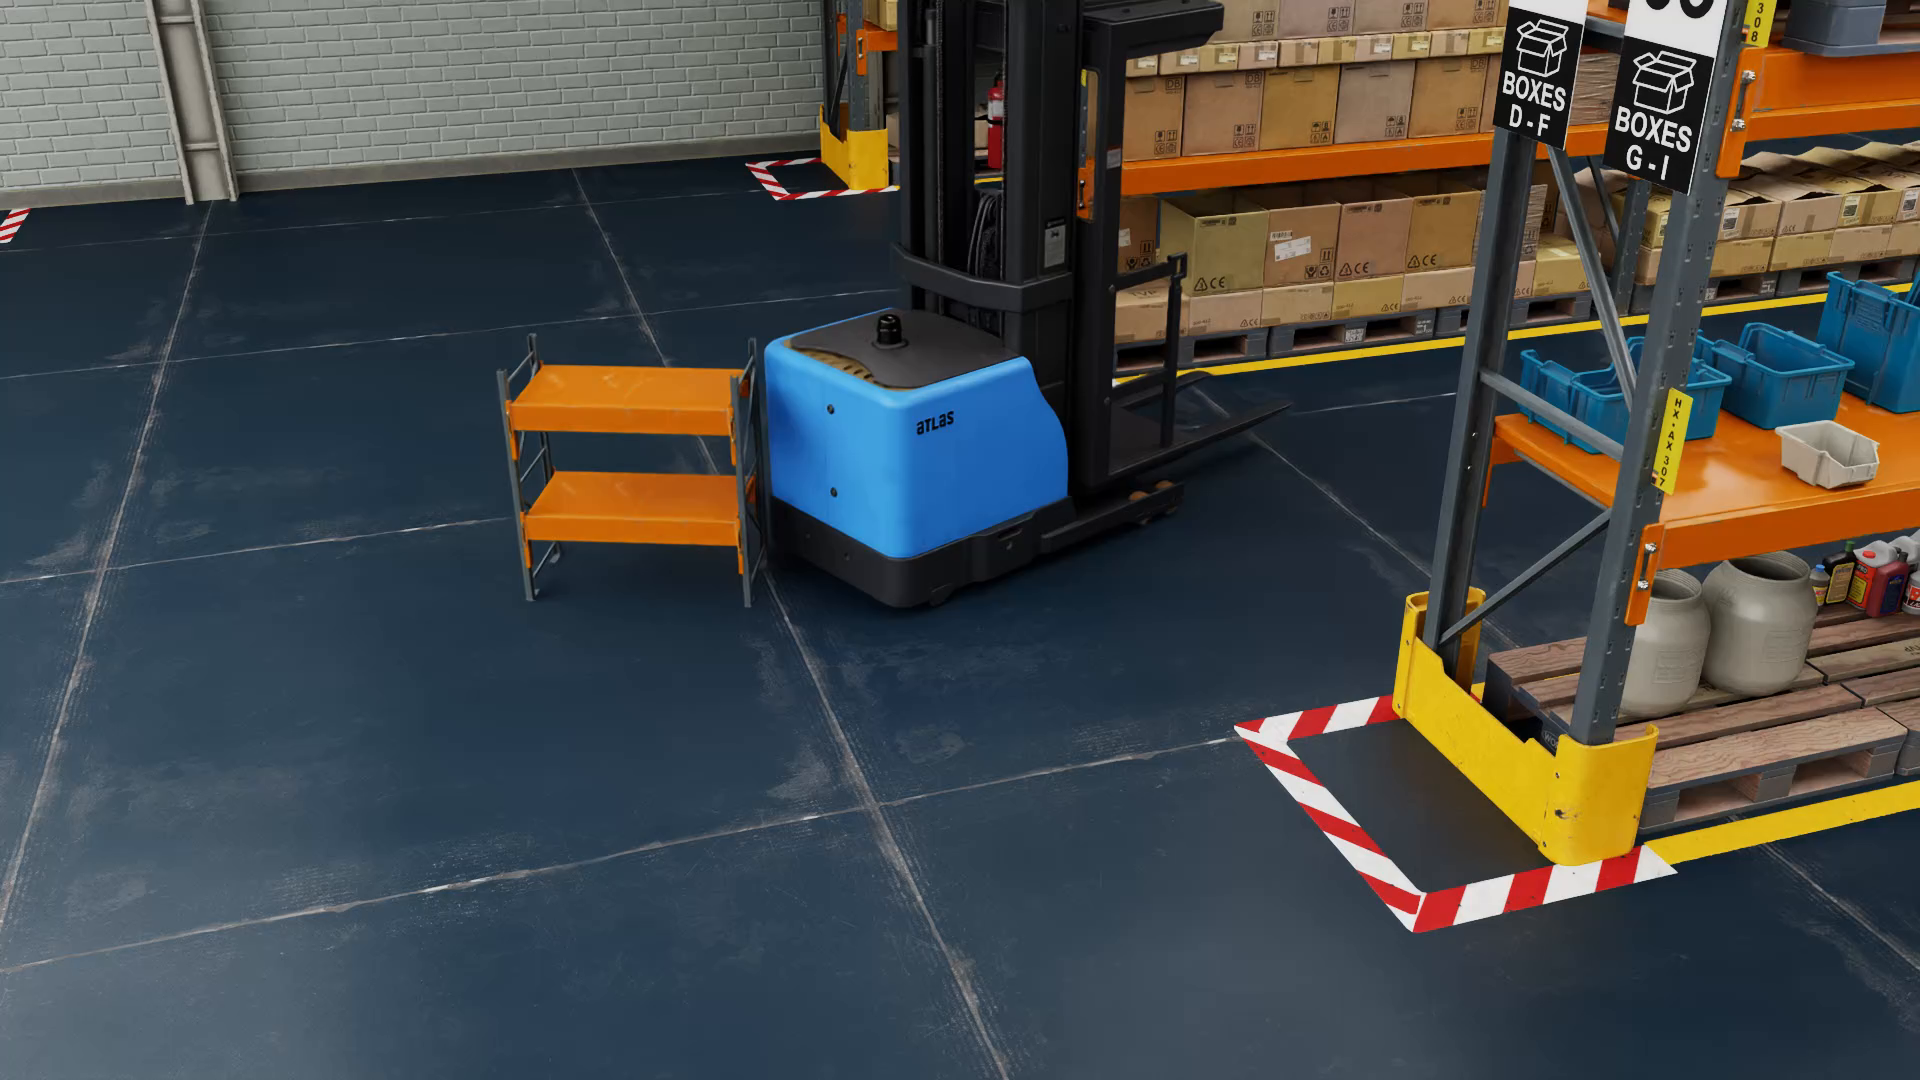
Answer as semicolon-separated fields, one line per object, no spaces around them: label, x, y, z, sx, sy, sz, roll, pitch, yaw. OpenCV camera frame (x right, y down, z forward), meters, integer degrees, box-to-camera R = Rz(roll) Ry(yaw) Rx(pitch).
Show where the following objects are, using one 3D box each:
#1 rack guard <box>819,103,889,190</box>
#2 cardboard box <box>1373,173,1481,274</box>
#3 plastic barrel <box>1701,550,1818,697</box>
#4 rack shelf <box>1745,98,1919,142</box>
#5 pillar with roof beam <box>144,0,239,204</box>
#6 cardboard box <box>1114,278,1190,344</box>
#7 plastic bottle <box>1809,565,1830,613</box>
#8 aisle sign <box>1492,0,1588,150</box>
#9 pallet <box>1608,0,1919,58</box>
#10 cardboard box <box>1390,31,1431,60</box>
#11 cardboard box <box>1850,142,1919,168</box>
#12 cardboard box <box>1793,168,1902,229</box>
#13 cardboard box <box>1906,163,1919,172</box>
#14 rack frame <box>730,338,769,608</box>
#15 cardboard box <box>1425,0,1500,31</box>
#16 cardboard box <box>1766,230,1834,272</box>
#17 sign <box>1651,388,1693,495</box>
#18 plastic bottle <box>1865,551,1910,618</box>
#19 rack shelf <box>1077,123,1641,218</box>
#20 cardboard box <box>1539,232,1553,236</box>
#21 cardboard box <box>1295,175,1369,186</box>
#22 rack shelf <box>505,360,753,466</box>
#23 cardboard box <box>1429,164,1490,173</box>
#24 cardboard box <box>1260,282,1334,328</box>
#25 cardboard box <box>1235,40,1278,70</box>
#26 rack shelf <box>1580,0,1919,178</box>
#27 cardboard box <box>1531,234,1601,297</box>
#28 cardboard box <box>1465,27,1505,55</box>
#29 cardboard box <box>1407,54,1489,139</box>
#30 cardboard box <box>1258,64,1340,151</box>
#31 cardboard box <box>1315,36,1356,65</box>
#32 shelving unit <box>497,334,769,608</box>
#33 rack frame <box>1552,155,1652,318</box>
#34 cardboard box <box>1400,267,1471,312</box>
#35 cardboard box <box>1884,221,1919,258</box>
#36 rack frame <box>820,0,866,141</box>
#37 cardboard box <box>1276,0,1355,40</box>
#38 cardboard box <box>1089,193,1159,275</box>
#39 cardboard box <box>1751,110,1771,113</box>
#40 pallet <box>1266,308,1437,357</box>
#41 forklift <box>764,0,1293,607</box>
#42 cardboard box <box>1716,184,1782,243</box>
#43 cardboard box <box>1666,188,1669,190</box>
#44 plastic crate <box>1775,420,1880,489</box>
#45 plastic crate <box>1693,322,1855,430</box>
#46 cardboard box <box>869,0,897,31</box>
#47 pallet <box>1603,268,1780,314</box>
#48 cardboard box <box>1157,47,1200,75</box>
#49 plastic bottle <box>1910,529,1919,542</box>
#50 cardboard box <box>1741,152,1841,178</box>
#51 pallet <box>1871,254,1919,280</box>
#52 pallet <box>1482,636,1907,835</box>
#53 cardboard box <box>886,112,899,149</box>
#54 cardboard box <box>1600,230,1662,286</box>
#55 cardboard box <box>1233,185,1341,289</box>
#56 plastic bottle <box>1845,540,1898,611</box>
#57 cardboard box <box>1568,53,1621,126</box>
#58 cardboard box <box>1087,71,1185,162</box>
rack guard;-0.944;-3.495;14.728;0.348;0.500;1.175;-8;28;-16
cardboard box;2.998;-2.063;10.809;0.500;0.500;0.500;-8;28;-16
plastic barrel;3.130;0.319;6.560;0.421;0.512;0.421;0;26;0
rack shelf;6.226;-3.015;11.758;4.000;0.370;1.077;-8;28;-16
pillar with roof beam;-4.991;-5.107;8.418;0.400;9.000;9.100;-8;28;-16
cardboard box;1.100;-1.447;10.411;0.500;0.250;0.500;-8;28;-16
plastic bottle;3.662;0.202;7.121;0.097;0.201;0.097;0;26;0
aisle sign;1.891;-1.696;5.369;0.004;0.787;0.394;-8;28;-16
pallet;2.868;-1.747;5.235;1.213;0.211;1.003;-8;28;-16
cardboard box;2.673;-3.057;10.192;0.250;0.149;0.380;-7;27;-14
cardboard box;7.042;-2.796;12.498;0.500;0.311;0.500;-9;28;-17
cardboard box;6.256;-2.433;11.766;0.500;0.311;0.500;-7;27;-15
cardboard box;7.214;-2.569;12.041;0.500;0.311;0.500;-9;28;-17
rack frame;-0.956;-0.302;7.594;0.032;1.125;0.500;2;26;3
cardboard box;2.948;-3.485;10.324;0.500;0.500;0.700;-8;28;-16
cardboard box;5.763;-2.111;11.749;0.500;0.250;0.500;-9;28;-18
sign;2.217;-0.306;5.183;0.005;0.325;0.100;-8;28;-16
plastic bottle;3.943;0.187;7.059;0.133;0.283;0.061;-8;28;-16
rack shelf;2.423;-2.464;10.648;4.000;0.370;1.077;-8;28;-16
cardboard box;3.789;-2.082;11.691;0.500;0.250;0.500;-8;28;-16
cardboard box;2.361;-2.215;11.115;0.500;0.500;0.500;-8;28;-16
rack shelf;-1.464;-0.579;7.492;1.000;0.278;0.538;2;26;3
cardboard box;3.313;-2.350;11.387;0.500;0.500;0.500;-8;28;-16
cardboard box;2.050;-1.586;10.691;0.500;0.250;0.500;-8;28;-16
cardboard box;1.689;-2.914;9.904;0.250;0.149;0.380;-9;28;-17
rack shelf;3.953;-1.712;5.762;4.000;0.370;1.077;-8;28;-16
cardboard box;3.951;-1.862;11.246;0.500;0.250;0.500;-8;28;-16
cardboard box;3.164;-3.129;10.338;0.250;0.149;0.380;-8;28;-16
cardboard box;2.927;-2.900;10.605;0.500;0.500;0.700;-8;27;-15
cardboard box;1.941;-2.754;10.313;0.500;0.500;0.700;-8;28;-16
cardboard box;2.185;-2.987;10.052;0.250;0.149;0.380;-9;28;-17
shelving unit;-1.464;-0.317;7.623;1.048;1.125;0.538;2;26;3
rack frame;4.324;-3.061;11.043;0.127;3.000;1.000;-8;28;-16
cardboard box;3.002;-1.722;10.965;0.500;0.250;0.500;-8;28;-16
cardboard box;6.735;-2.253;12.034;0.500;0.250;0.500;-8;27;-15
rack frame;-1.017;-4.604;14.151;0.127;3.000;1.000;-8;28;-16
cardboard box;1.996;-3.347;10.047;0.500;0.500;0.700;-8;28;-16
cardboard box;0.939;-2.003;10.687;0.500;0.500;0.500;-8;28;-16
cardboard box;5.230;-2.984;11.171;0.250;0.149;0.380;-8;28;-16
pallet;2.393;-1.551;11.137;1.213;0.211;1.003;-8;28;-16
forklift;0.513;-1.546;8.069;3.031;2.935;1.130;-22;34;-37
cardboard box;5.272;-2.287;11.473;0.500;0.311;0.500;-9;28;-17
cardboard box;5.113;-2.520;11.943;0.500;0.311;0.500;-7;27;-15
plastic crate;3.002;-0.285;5.747;0.250;0.136;0.298;-8;28;-16
plastic crate;3.054;-0.632;6.316;0.408;0.251;0.499;-8;28;-16
cardboard box;-0.454;-4.479;14.045;0.500;0.250;0.500;-9;28;-18
pallet;5.013;-1.930;11.901;1.213;0.211;1.003;-8;28;-16
cardboard box;1.211;-2.846;9.768;0.250;0.149;0.380;-9;28;-17
plastic bottle;4.198;0.069;7.222;0.185;0.351;0.144;-7;27;-14
cardboard box;6.068;-2.656;12.215;0.500;0.311;0.500;-9;28;-17
pallet;7.333;-2.266;12.578;1.213;0.211;1.003;-8;28;-16
pallet;2.883;0.693;6.616;1.213;0.211;1.003;-8;28;-16
cardboard box;-0.331;-3.654;14.767;0.500;0.311;0.500;-12;29;-22
cardboard box;4.784;-1.969;11.462;0.500;0.250;0.500;-9;28;-17
cardboard box;2.046;-1.927;10.534;0.500;0.500;0.500;-8;28;-16
plastic bottle;3.910;0.146;7.151;0.135;0.276;0.152;-8;28;-16
cardboard box;3.904;-3.042;10.892;0.500;0.500;0.700;-9;28;-17
cardboard box;0.969;-2.614;10.030;0.500;0.500;0.700;-8;28;-16
